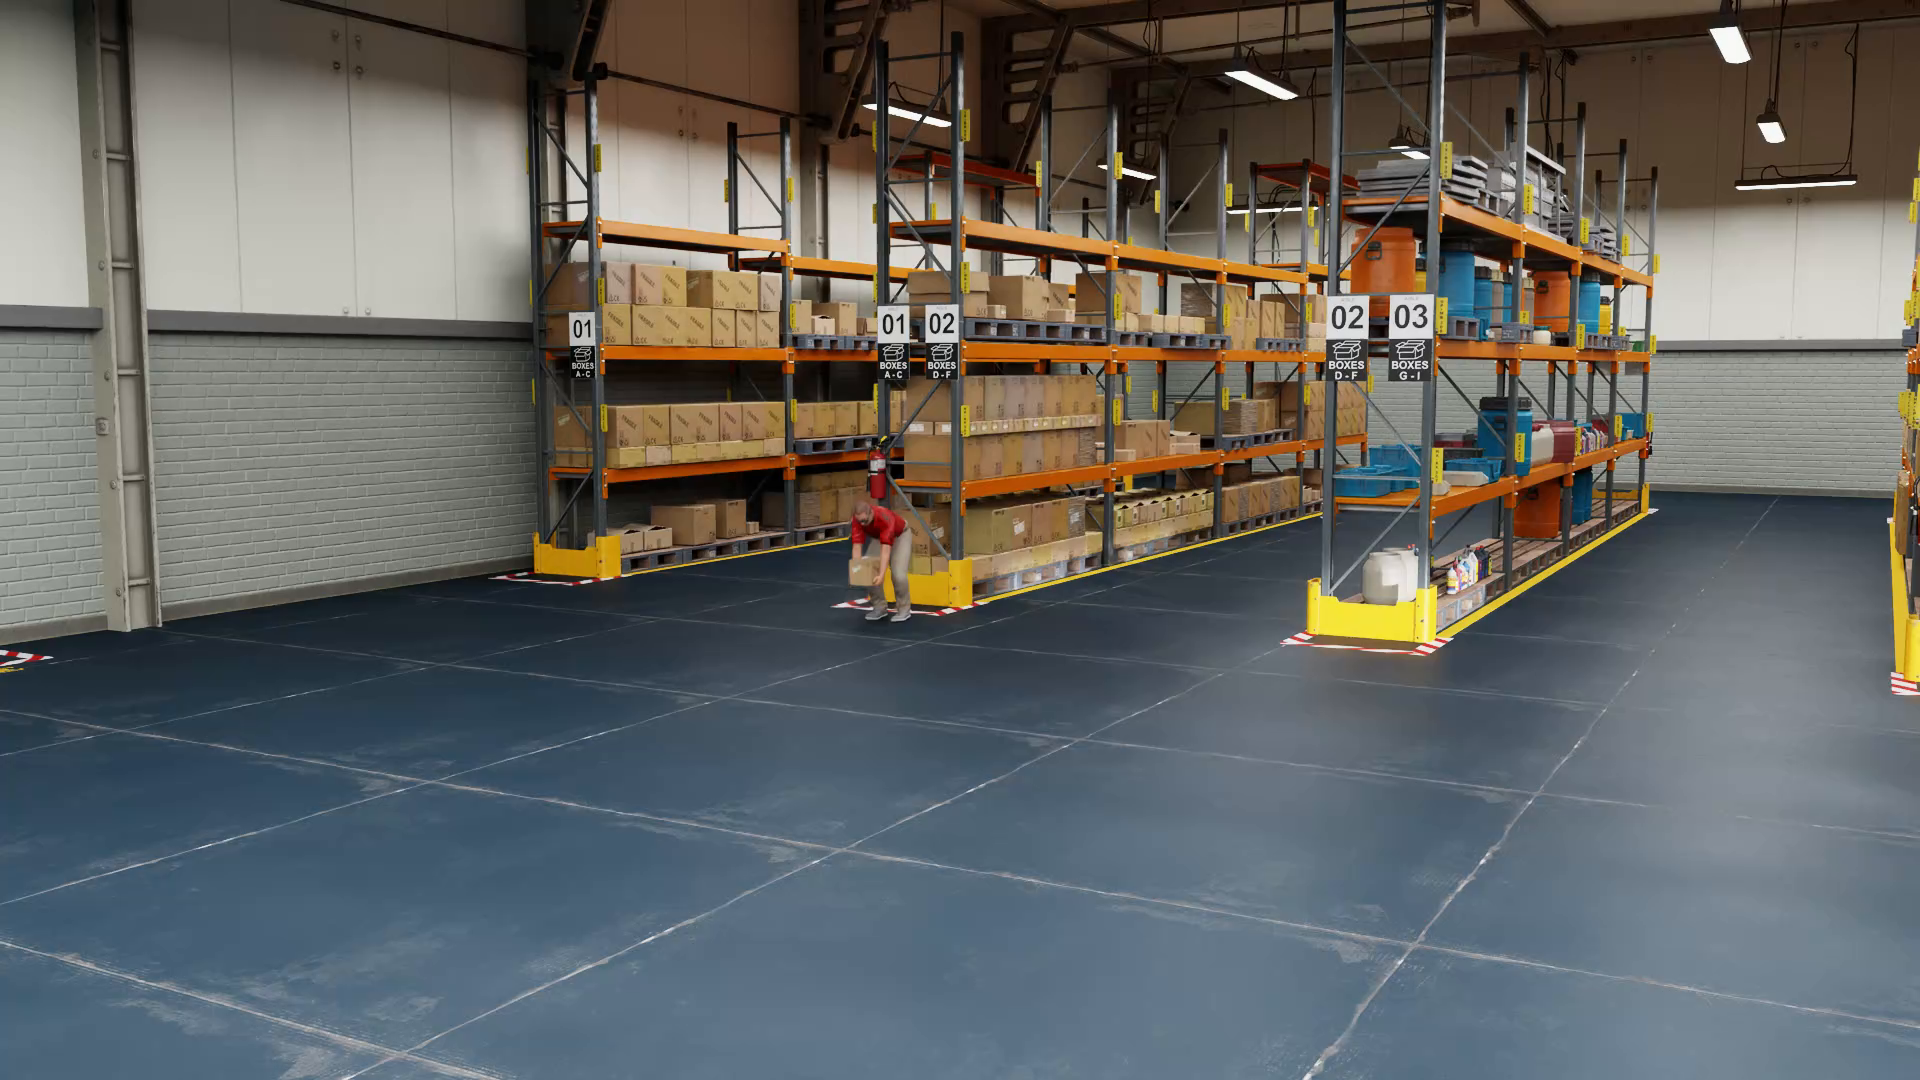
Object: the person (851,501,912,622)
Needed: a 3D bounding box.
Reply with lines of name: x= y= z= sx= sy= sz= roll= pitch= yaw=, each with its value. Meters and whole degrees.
person: x=-0.810 y=0.207 z=16.592 sx=0.506 sy=1.243 sz=0.915 roll=3 pitch=7 yaw=26
